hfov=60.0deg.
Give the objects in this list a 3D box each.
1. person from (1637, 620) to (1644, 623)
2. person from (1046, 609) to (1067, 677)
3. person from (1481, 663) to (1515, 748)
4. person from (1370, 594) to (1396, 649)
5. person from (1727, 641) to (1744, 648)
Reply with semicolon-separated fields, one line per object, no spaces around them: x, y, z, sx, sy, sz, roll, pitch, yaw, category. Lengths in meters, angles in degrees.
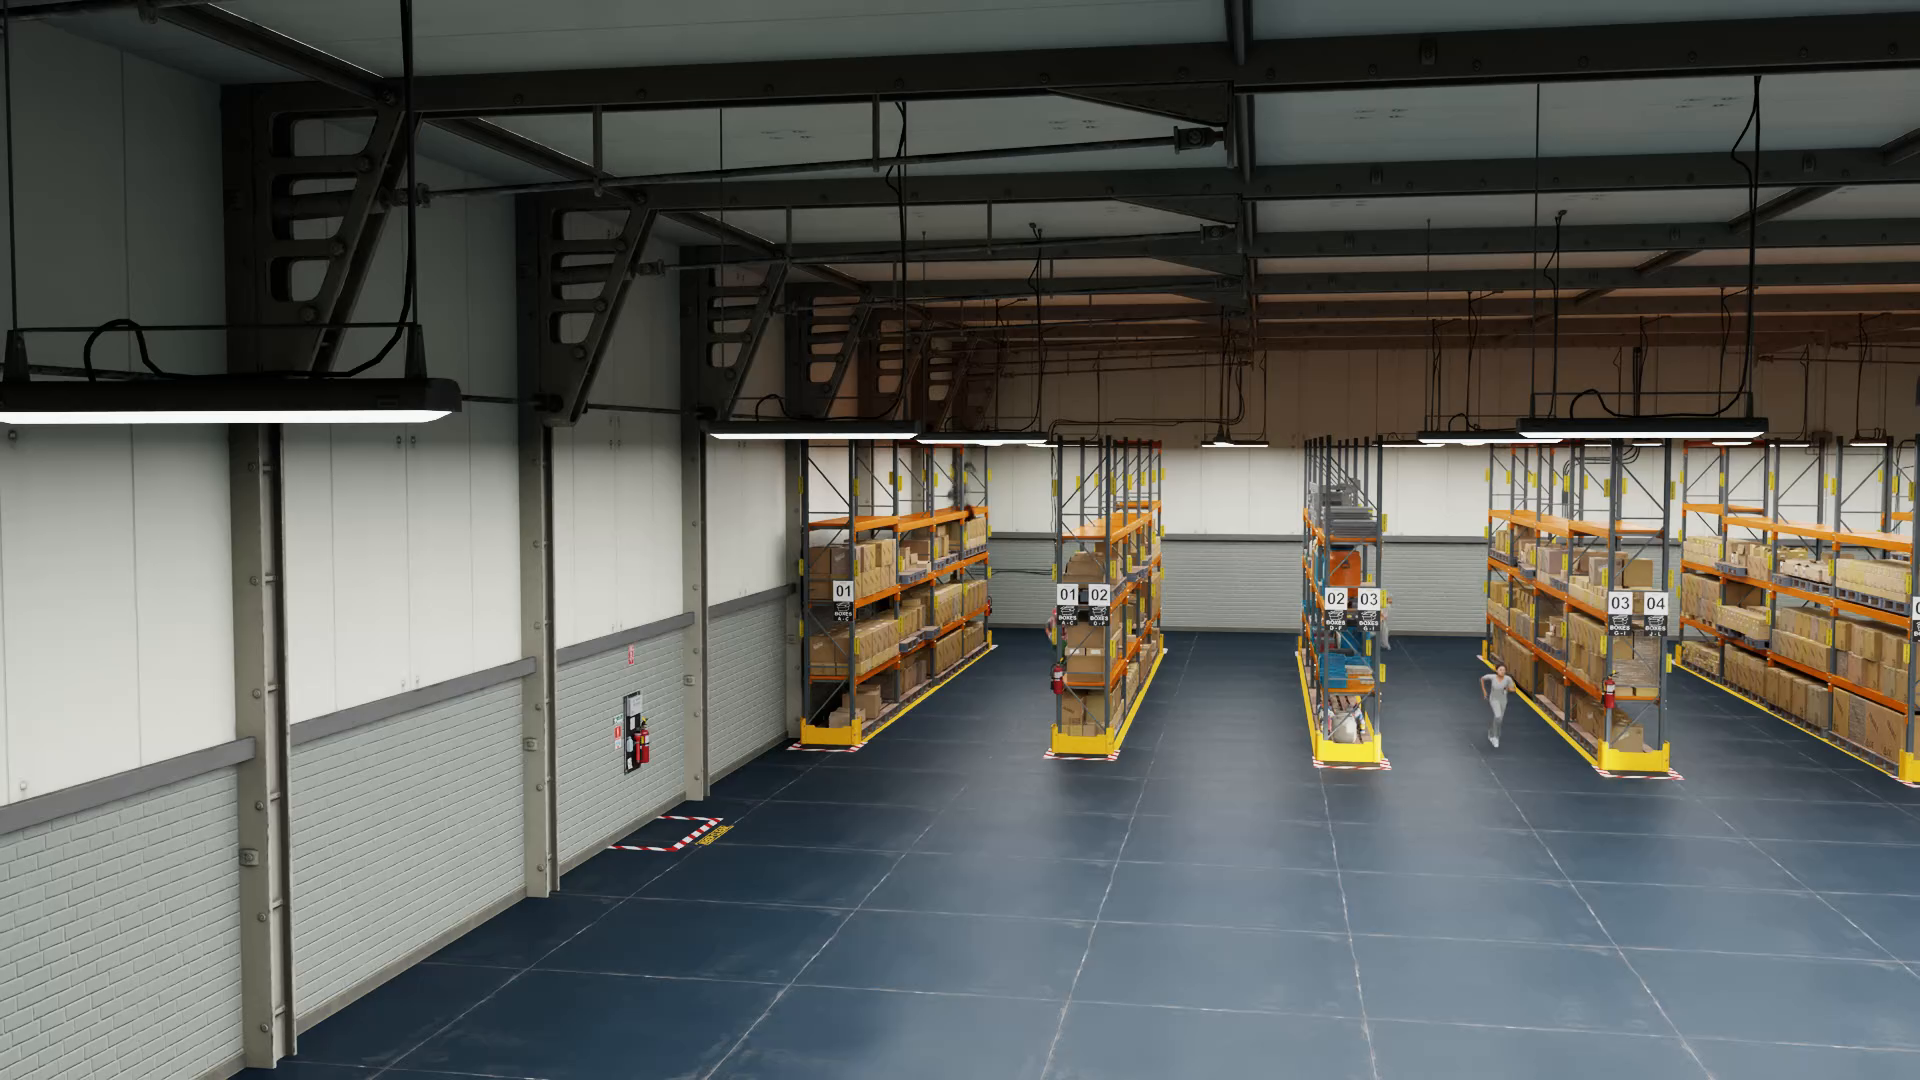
18.614;2.473;45.271;0.687;1.689;0.656;-2;4;-30;person
2.538;2.591;42.472;0.687;1.730;1.046;1;3;11;person
10.364;3.164;32.089;0.558;1.627;0.894;0;3;-2;person
12.030;2.363;47.939;1.004;1.626;0.628;0;3;7;person
21.018;2.436;44.820;0.779;1.729;0.634;-2;4;-37;person
